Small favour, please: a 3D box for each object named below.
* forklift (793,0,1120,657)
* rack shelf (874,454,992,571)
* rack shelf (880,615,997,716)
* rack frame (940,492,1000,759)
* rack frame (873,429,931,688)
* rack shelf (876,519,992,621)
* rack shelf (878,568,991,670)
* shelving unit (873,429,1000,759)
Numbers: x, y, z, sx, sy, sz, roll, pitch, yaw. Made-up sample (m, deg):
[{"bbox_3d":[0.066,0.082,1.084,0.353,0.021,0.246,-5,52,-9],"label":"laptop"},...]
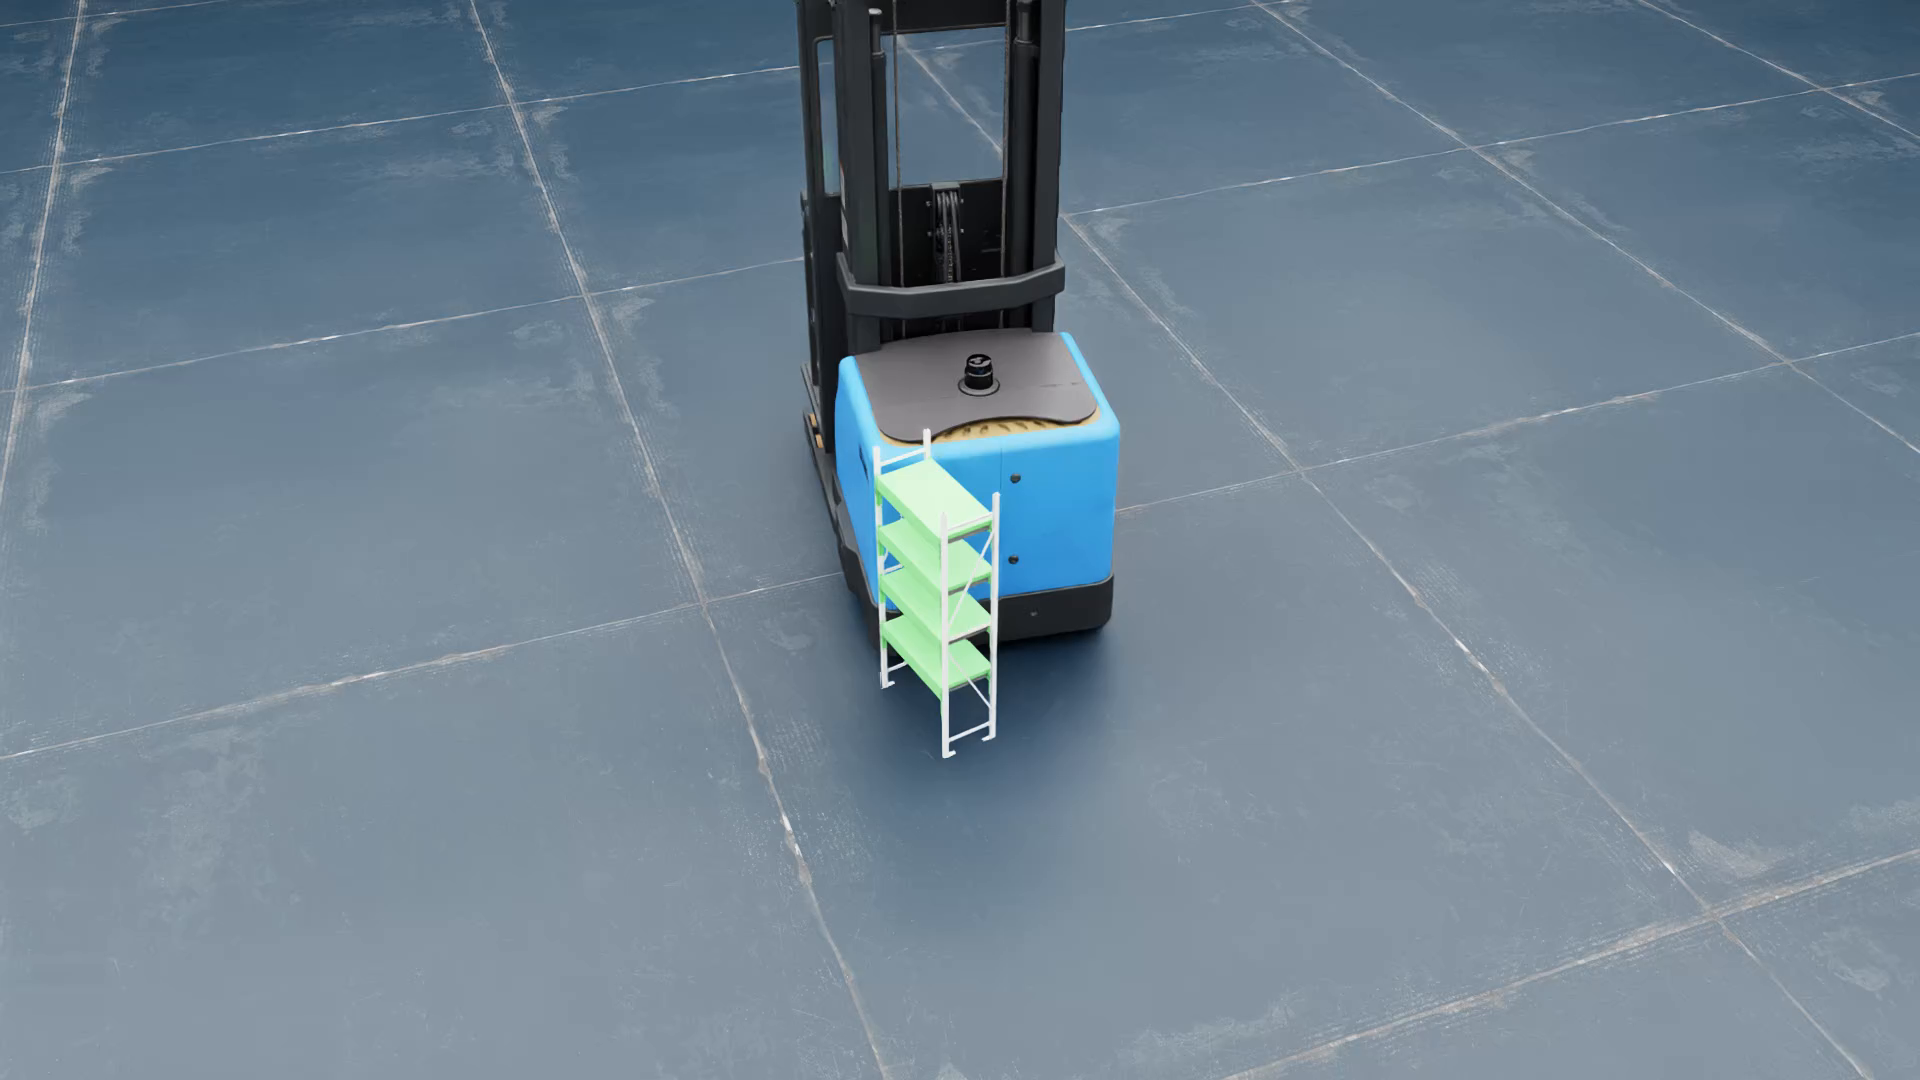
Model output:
[{"bbox_3d":[-0.167,-1.569,7.396,1.130,2.935,3.031,-8,38,-10],"label":"forklift"},{"bbox_3d":[-0.091,-0.109,6.206,0.258,0.148,0.480,-20,41,-25],"label":"rack shelf"},{"bbox_3d":[-0.091,0.466,6.639,0.258,0.148,0.480,-20,41,-25],"label":"rack shelf"},{"bbox_3d":[0.036,0.349,6.290,0.240,1.200,0.015,-20,41,-25],"label":"rack frame"},{"bbox_3d":[-0.219,0.098,6.622,0.240,1.200,0.015,-20,41,-25],"label":"rack frame"},{"bbox_3d":[-0.091,0.083,6.350,0.258,0.148,0.480,-20,41,-25],"label":"rack shelf"},{"bbox_3d":[-0.091,0.275,6.494,0.258,0.148,0.480,-20,41,-25],"label":"rack shelf"},{"bbox_3d":[-0.091,0.224,6.456,0.258,1.200,0.503,-20,41,-25],"label":"shelving unit"}]
